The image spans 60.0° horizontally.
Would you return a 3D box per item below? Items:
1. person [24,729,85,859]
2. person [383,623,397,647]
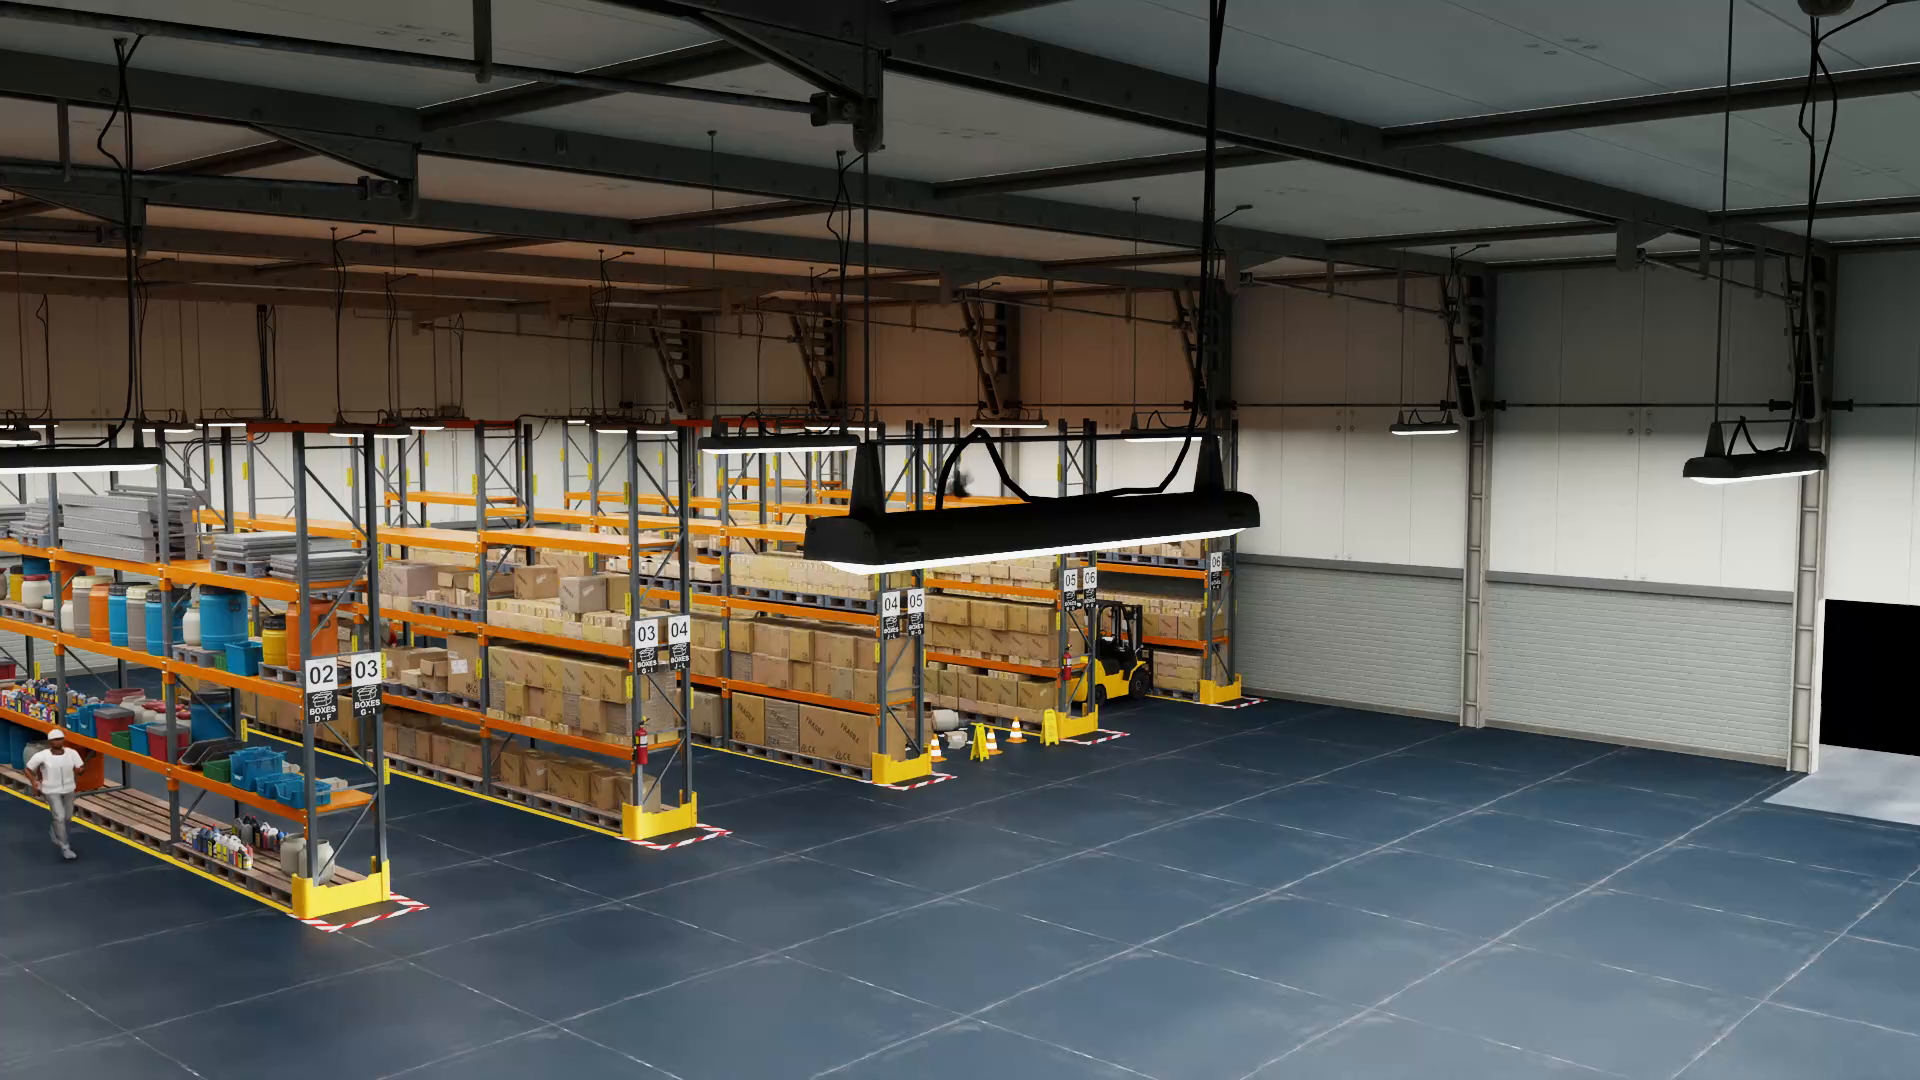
[{"bbox_3d":[-12.621,3.519,23.297,0.992,1.745,0.703,4,6,37],"label":"person"},{"bbox_3d":[-12.700,2.605,36.380,0.674,1.650,1.016,-4,6,-39],"label":"person"}]
